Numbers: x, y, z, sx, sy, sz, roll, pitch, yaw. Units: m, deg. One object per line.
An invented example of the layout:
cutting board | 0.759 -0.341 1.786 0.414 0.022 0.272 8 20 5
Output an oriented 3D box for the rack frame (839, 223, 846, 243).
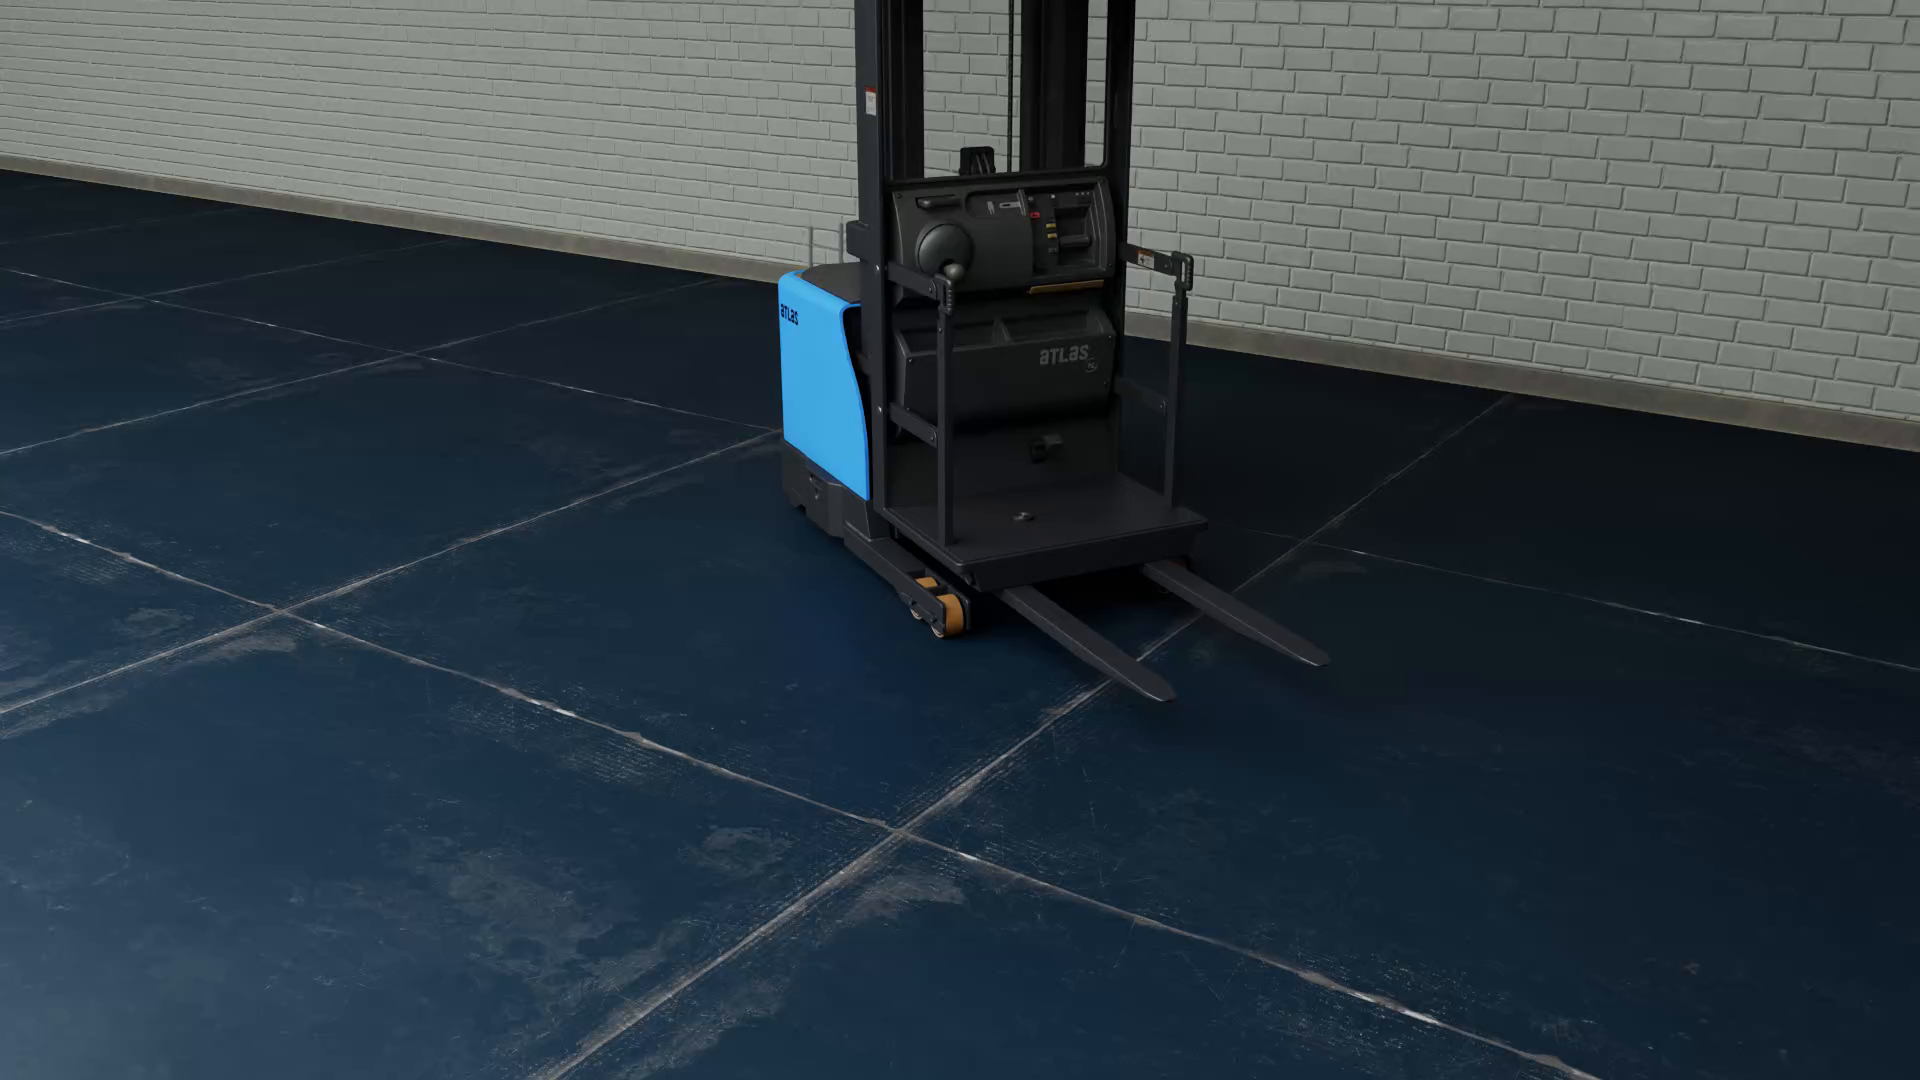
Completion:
rack frame | -0.505 -0.898 7.958 0.006 1.200 0.240 -16 26 -41

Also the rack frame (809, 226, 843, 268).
rack frame | -0.638 -0.860 7.838 0.006 1.200 0.240 -16 26 -41

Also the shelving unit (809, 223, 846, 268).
shelving unit | -0.571 -0.879 7.898 0.189 1.200 0.258 -16 26 -41

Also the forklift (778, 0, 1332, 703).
forklift | 0.274 -1.179 6.228 1.130 2.935 3.031 -10 22 -24
